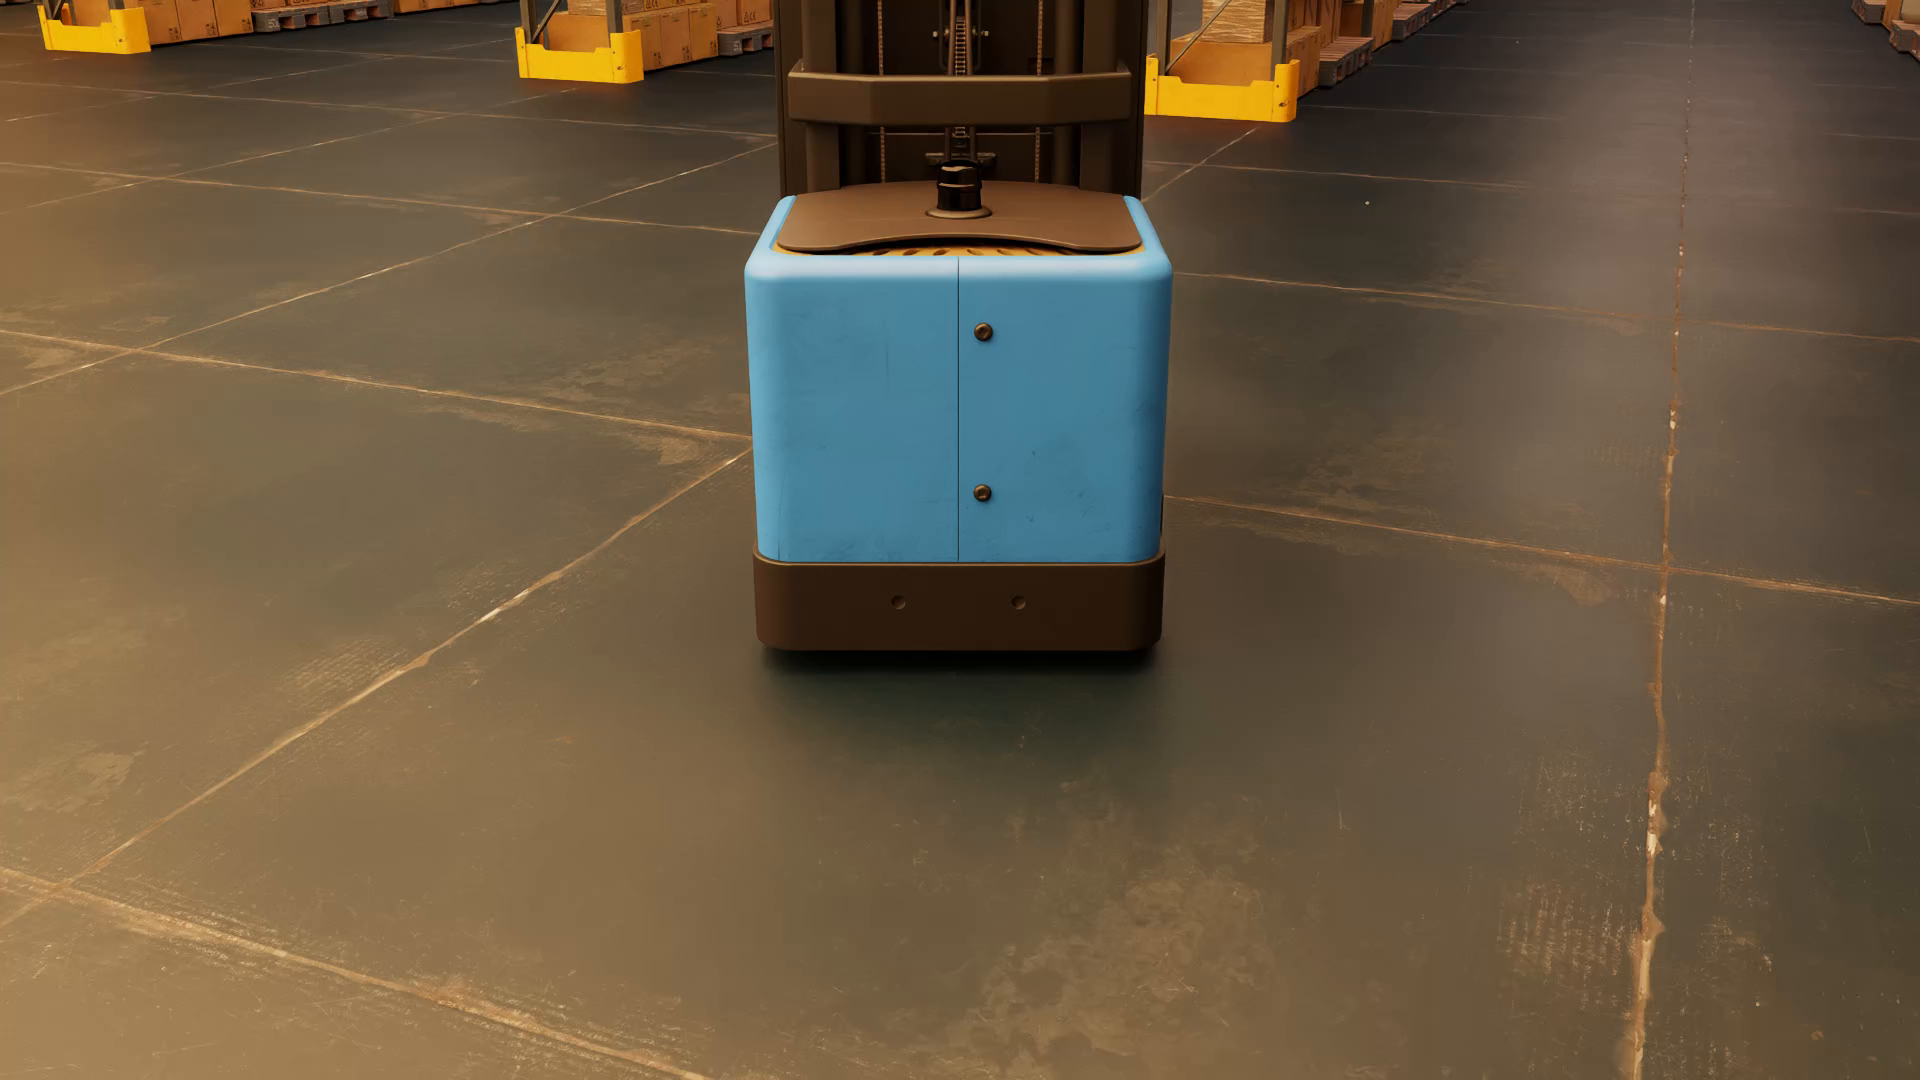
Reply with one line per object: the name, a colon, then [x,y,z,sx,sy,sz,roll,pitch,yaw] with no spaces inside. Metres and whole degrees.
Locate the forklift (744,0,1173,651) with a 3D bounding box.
forklift: [0.002,-1.587,5.089,1.130,2.935,3.031,0,23,0]
